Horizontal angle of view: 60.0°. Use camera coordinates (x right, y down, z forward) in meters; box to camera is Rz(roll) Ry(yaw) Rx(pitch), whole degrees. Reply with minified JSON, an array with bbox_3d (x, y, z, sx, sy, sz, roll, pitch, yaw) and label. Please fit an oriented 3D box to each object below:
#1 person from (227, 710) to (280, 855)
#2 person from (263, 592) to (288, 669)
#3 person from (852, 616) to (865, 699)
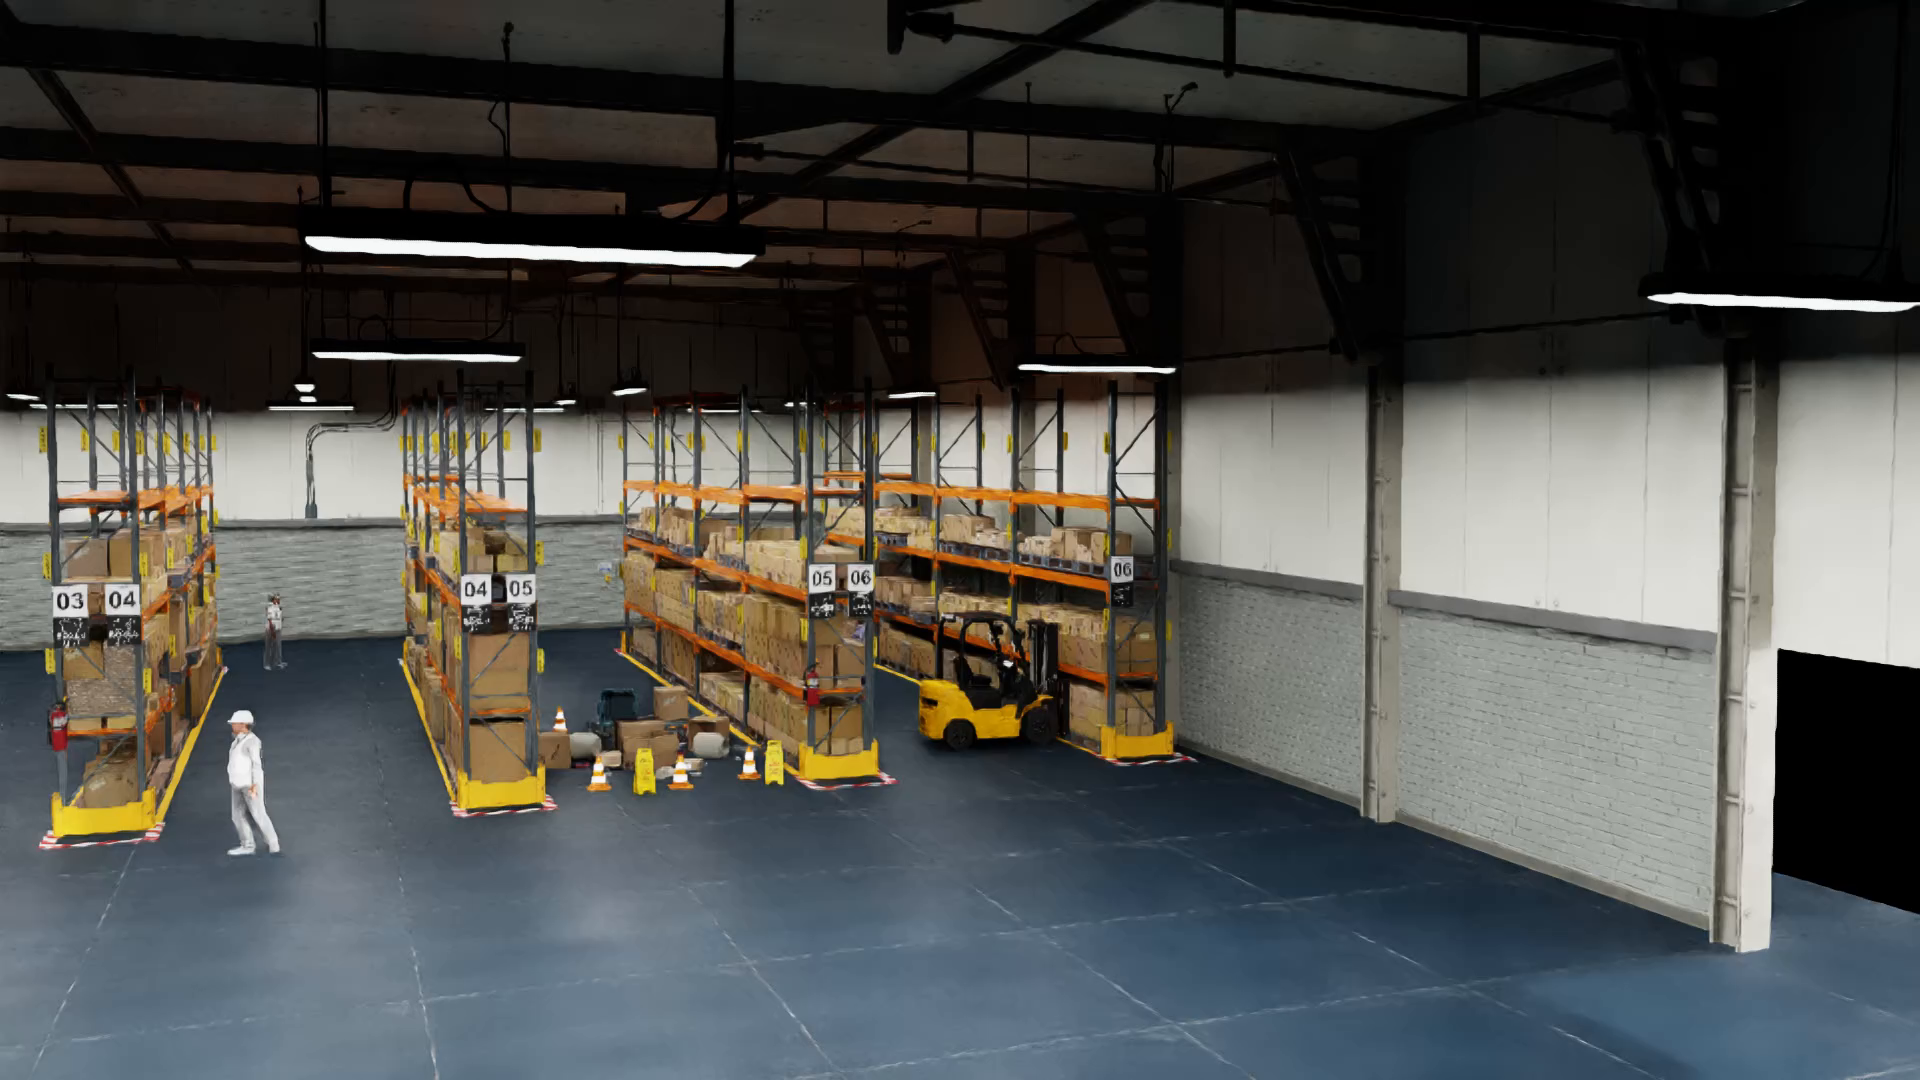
[{"bbox_3d":[-8.631,2.943,20.278,0.629,1.765,0.536,3,5,43],"label":"person"},{"bbox_3d":[-15.251,1.997,36.949,0.416,1.676,0.563,0,3,0],"label":"person"},{"bbox_3d":[-1.968,2.268,32.547,0.541,1.642,0.592,0,3,7],"label":"person"}]
